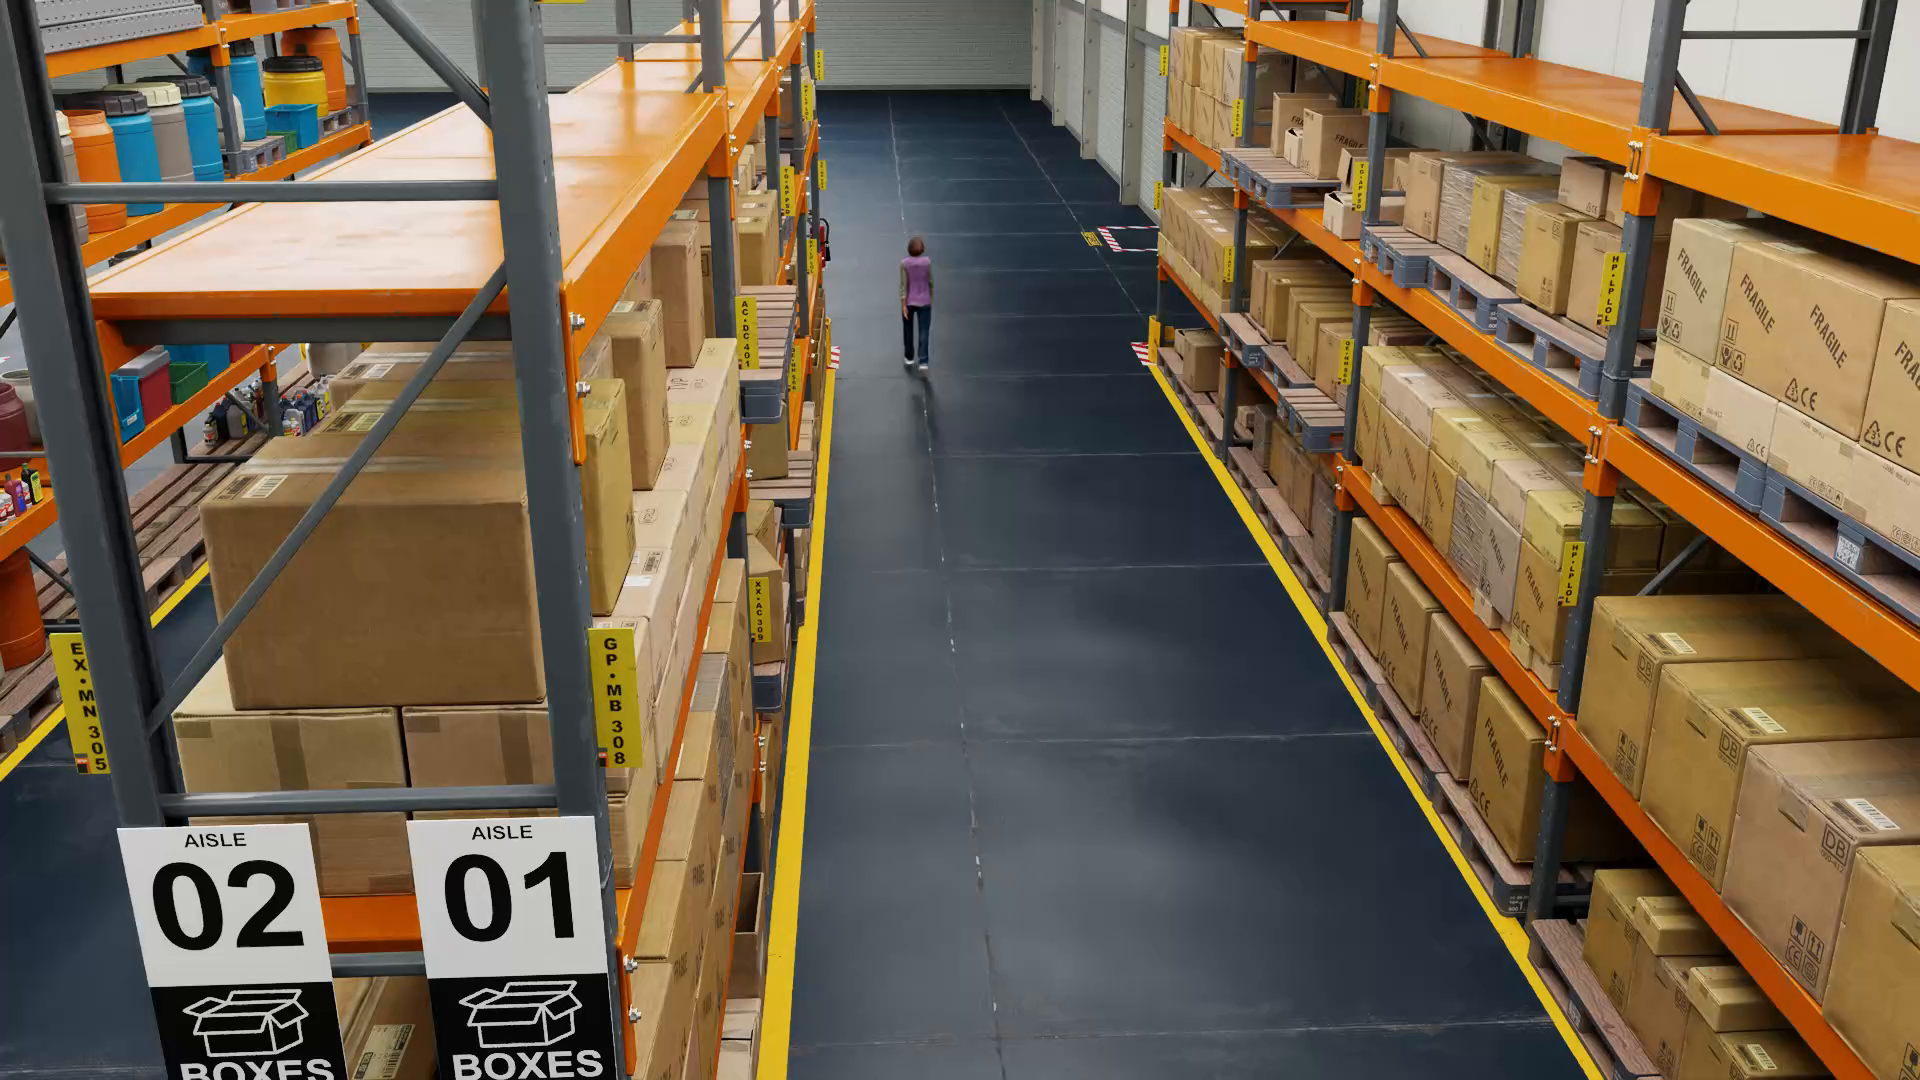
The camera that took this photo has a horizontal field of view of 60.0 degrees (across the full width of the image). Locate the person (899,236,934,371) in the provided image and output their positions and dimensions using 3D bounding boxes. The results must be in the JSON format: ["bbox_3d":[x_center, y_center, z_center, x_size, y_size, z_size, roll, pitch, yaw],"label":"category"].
[{"bbox_3d":[-0.494,-2.679,19.099,0.403,1.452,0.923,-1,21,-2],"label":"person"}]
